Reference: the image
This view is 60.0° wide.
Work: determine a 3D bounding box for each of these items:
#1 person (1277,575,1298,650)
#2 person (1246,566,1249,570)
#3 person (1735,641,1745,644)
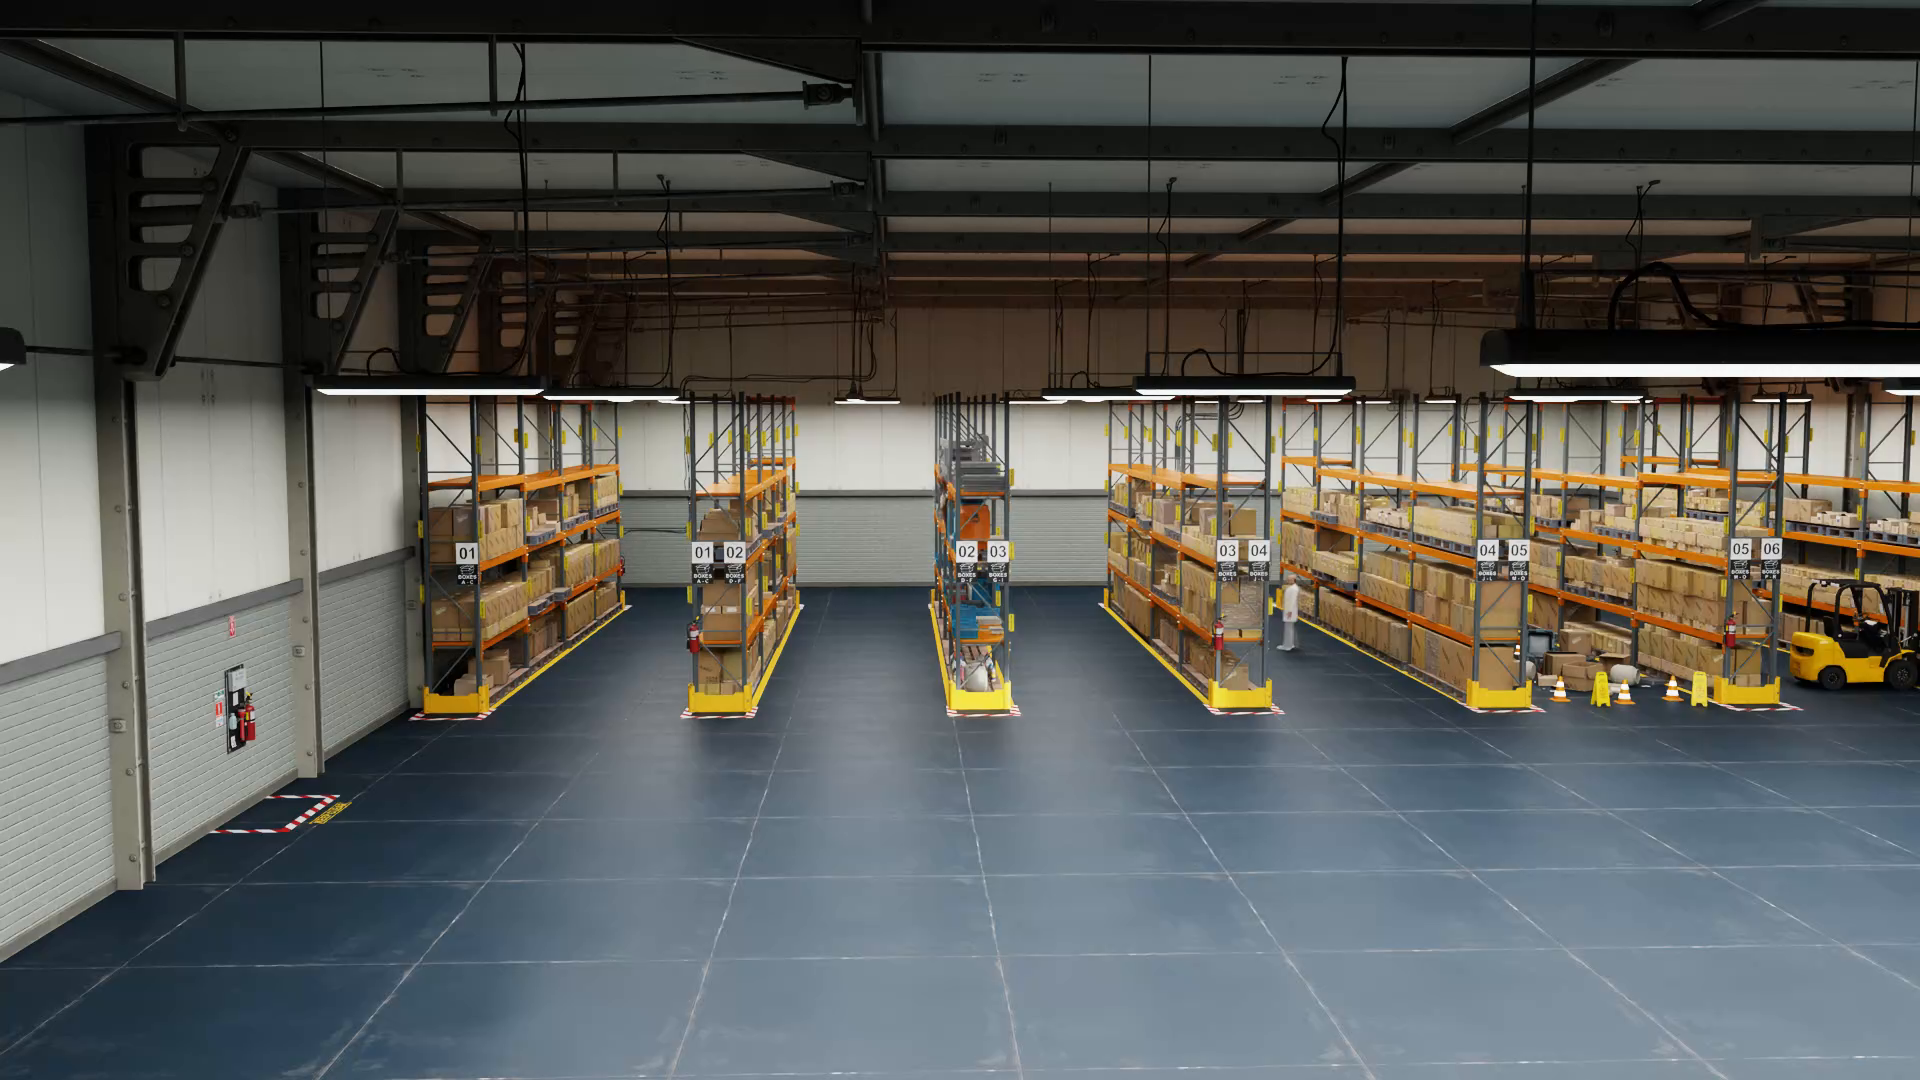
[{"bbox_3d":[7.708,1.755,39.154,0.476,1.657,0.628,1,5,9],"label":"person"},{"bbox_3d":[8.686,0.920,48.923,0.626,1.751,0.761,4,6,42],"label":"person"},{"bbox_3d":[17.109,2.026,36.532,0.504,1.708,0.533,4,6,43],"label":"person"}]
